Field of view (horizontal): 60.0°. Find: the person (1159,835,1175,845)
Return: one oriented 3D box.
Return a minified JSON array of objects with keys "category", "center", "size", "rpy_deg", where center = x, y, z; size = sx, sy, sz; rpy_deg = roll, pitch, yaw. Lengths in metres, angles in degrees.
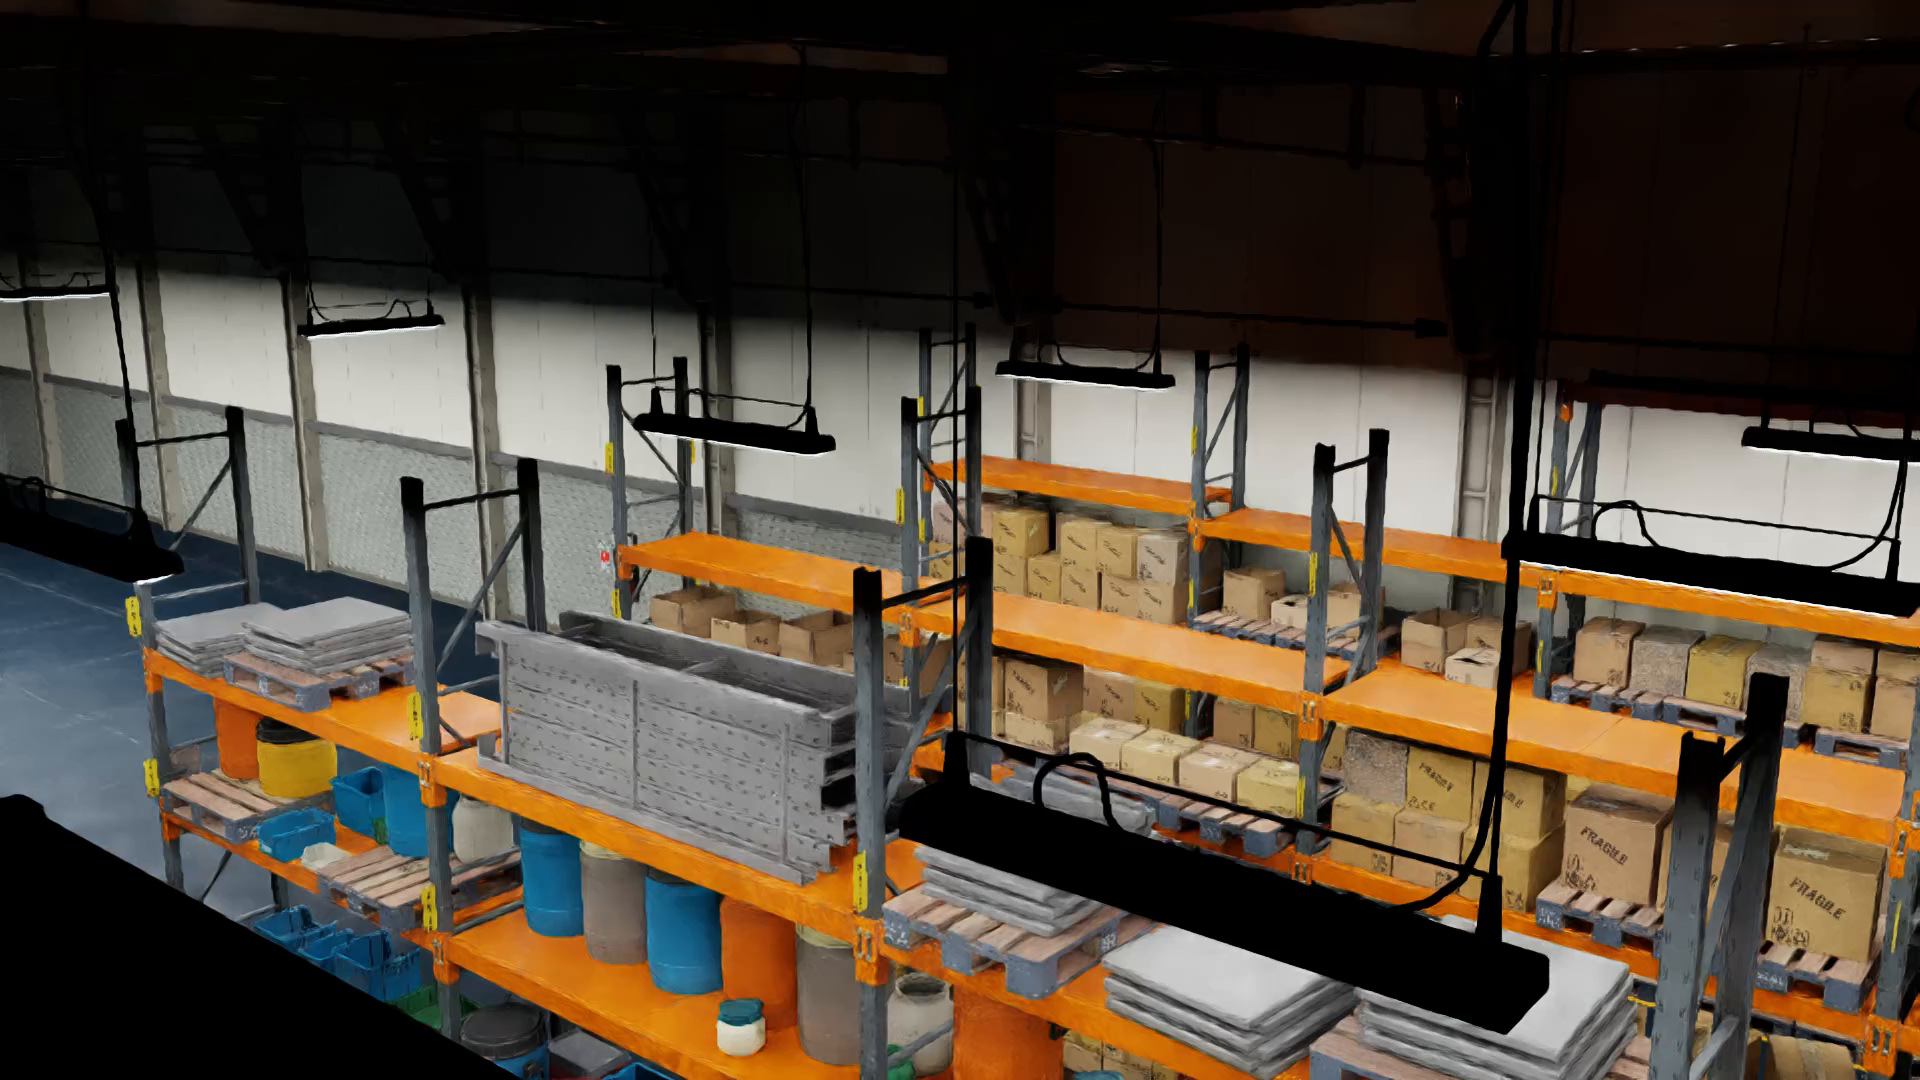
[{"category":"person","center":[2.098,3.360,17.740],"size":[1.000,1.580,0.478],"rpy_deg":[7,15,30]}]

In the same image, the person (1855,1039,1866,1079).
[{"category":"person","center":[6.952,4.525,12.527],"size":[0.512,1.632,0.639],"rpy_deg":[10,16,37]}]
